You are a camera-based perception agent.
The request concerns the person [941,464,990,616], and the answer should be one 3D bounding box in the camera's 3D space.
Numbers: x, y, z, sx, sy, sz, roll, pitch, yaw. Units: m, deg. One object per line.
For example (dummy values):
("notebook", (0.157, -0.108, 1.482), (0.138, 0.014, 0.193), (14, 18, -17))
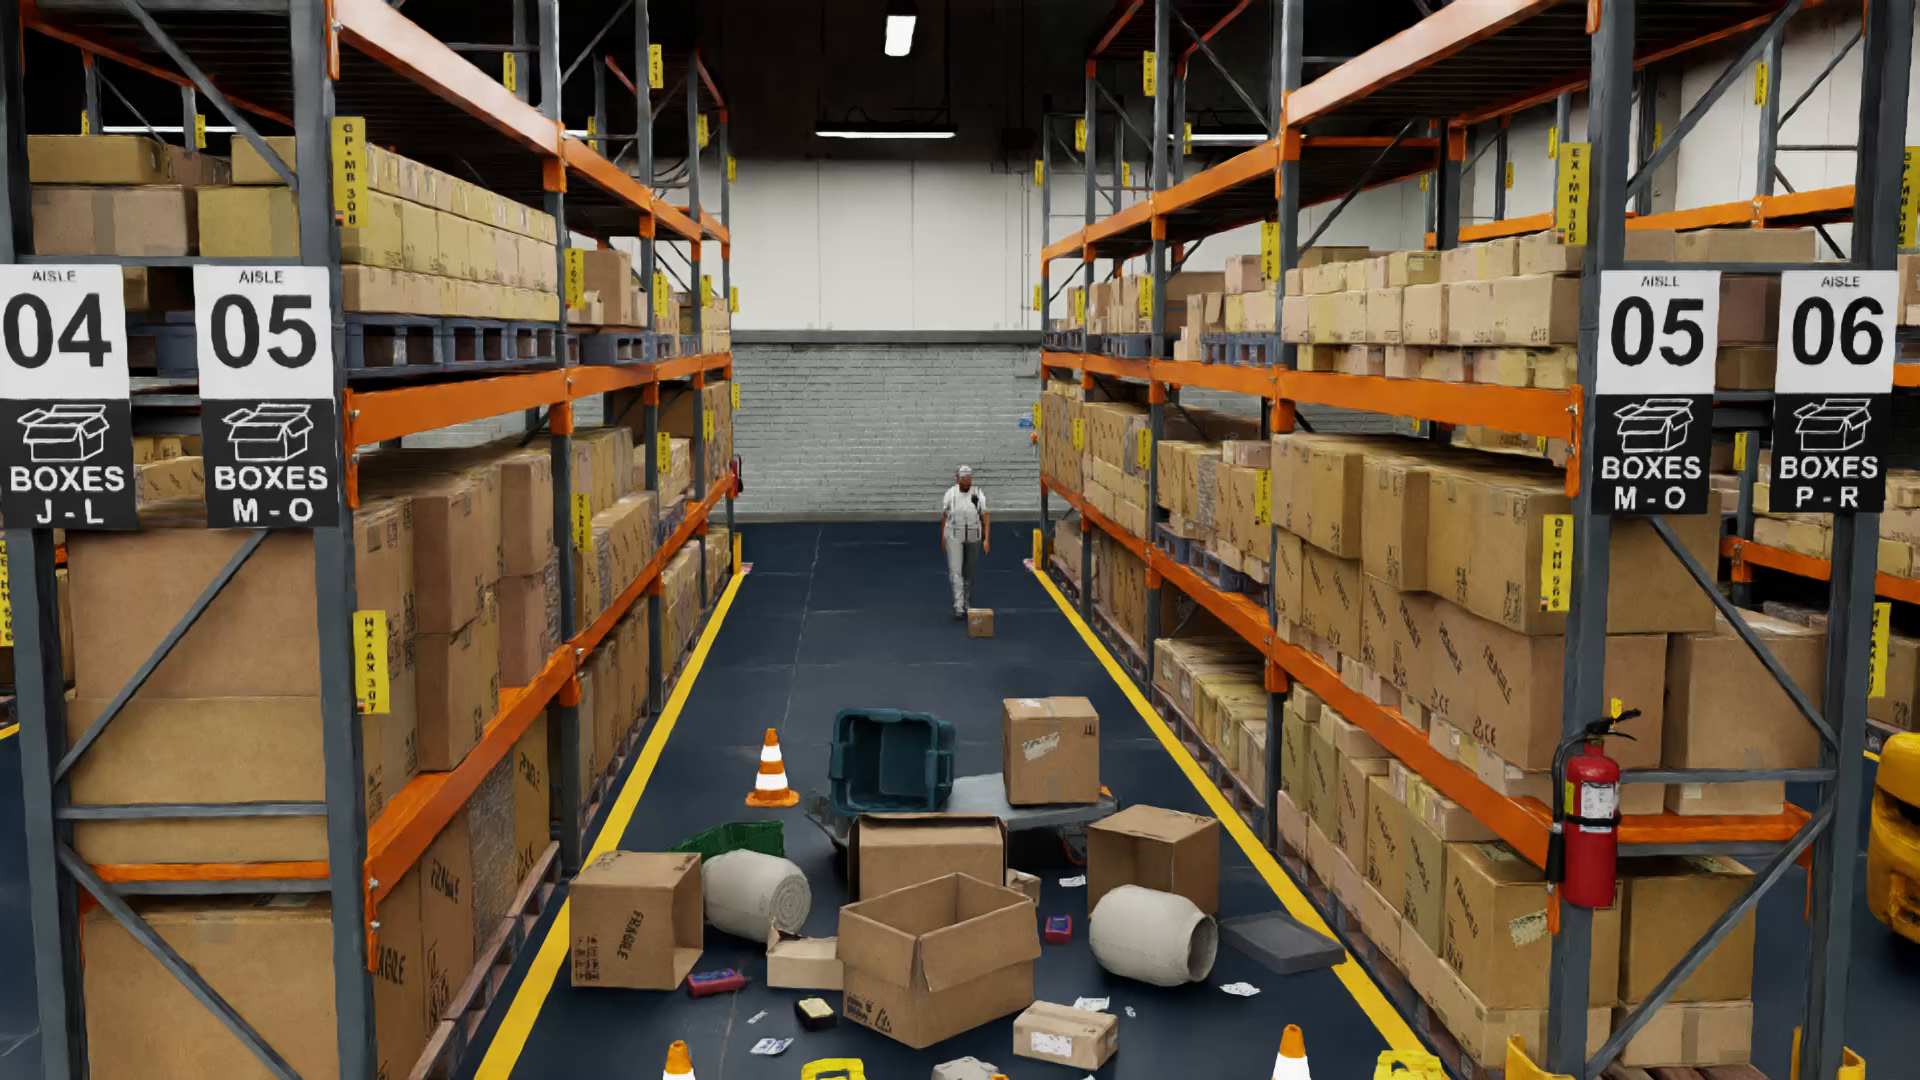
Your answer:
("person", (0.078, -0.010, 17.852), (0.497, 1.604, 0.934), (-1, 7, -11))
